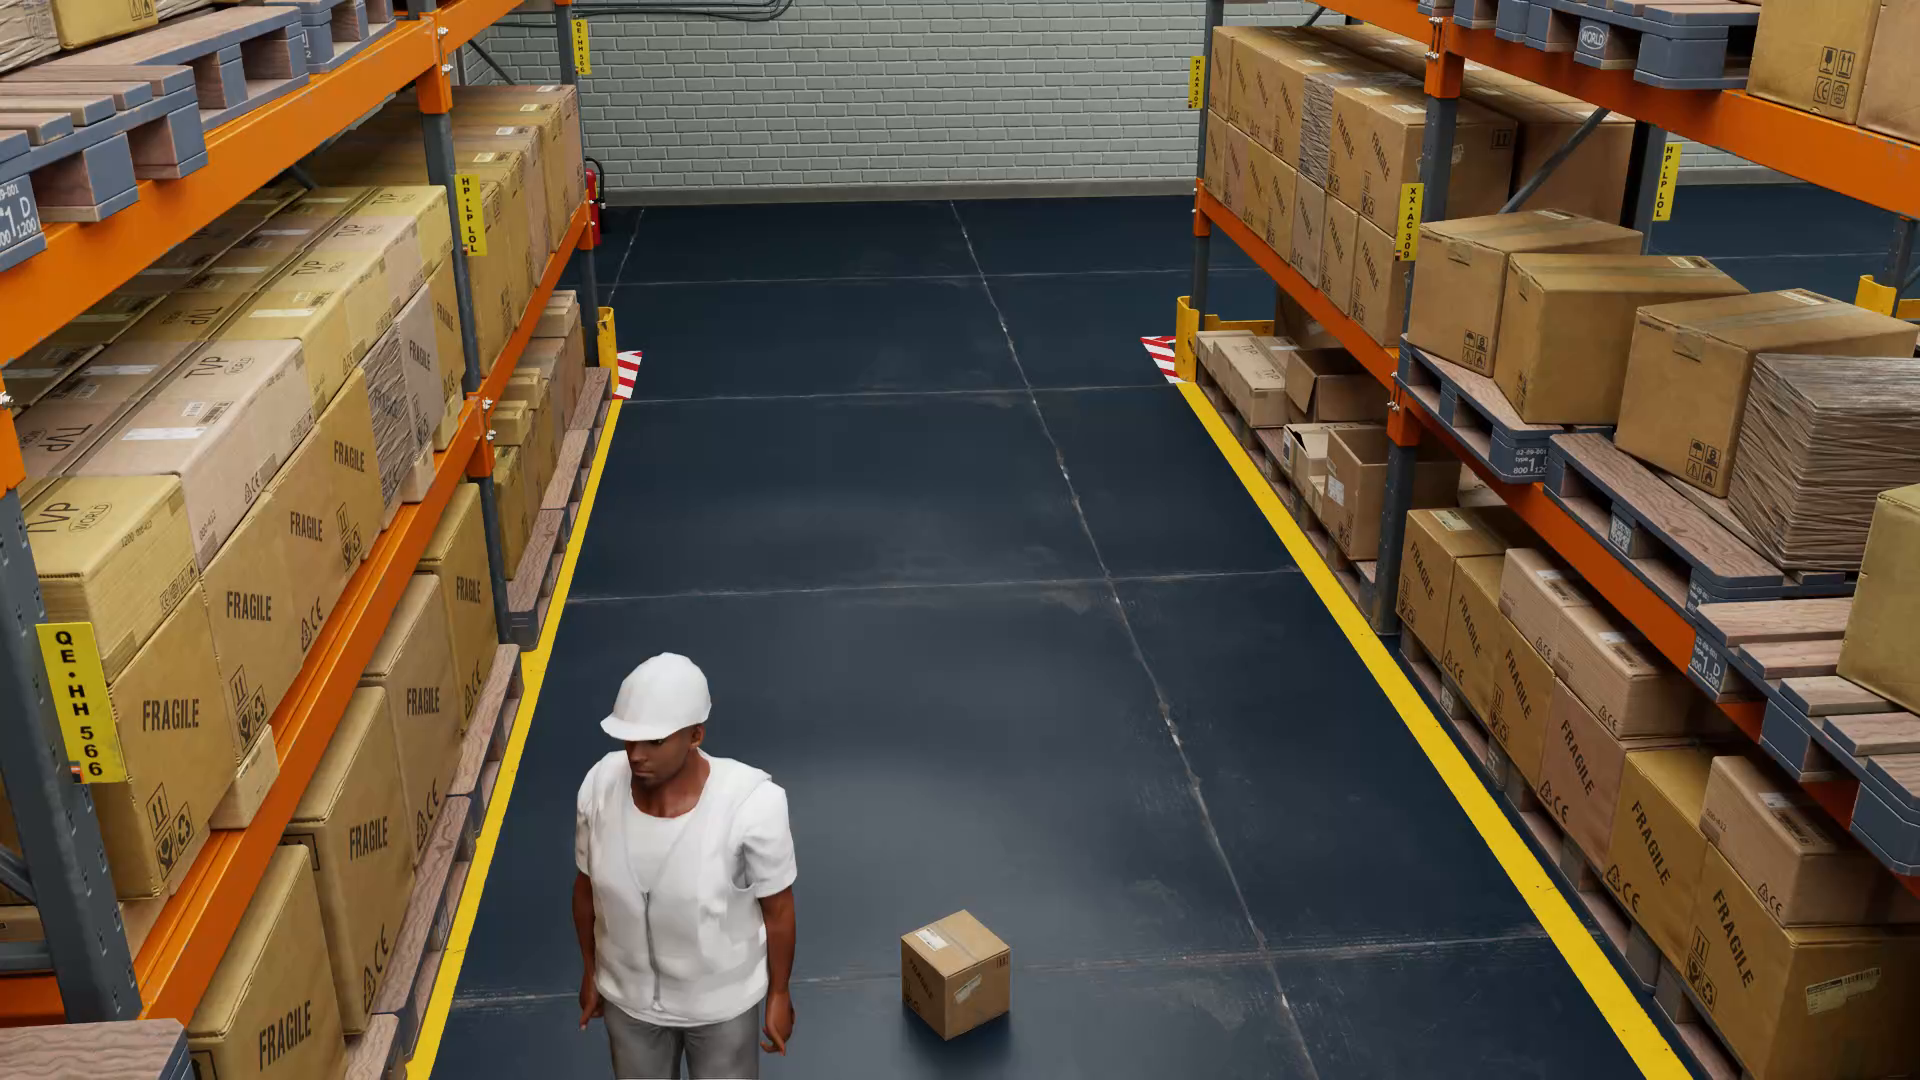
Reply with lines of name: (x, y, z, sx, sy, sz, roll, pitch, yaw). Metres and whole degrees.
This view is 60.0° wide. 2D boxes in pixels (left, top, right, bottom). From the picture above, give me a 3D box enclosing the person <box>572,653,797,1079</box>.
person: (-0.680, 1.094, 4.057, 0.565, 1.771, 0.367, 6, 24, 12)
